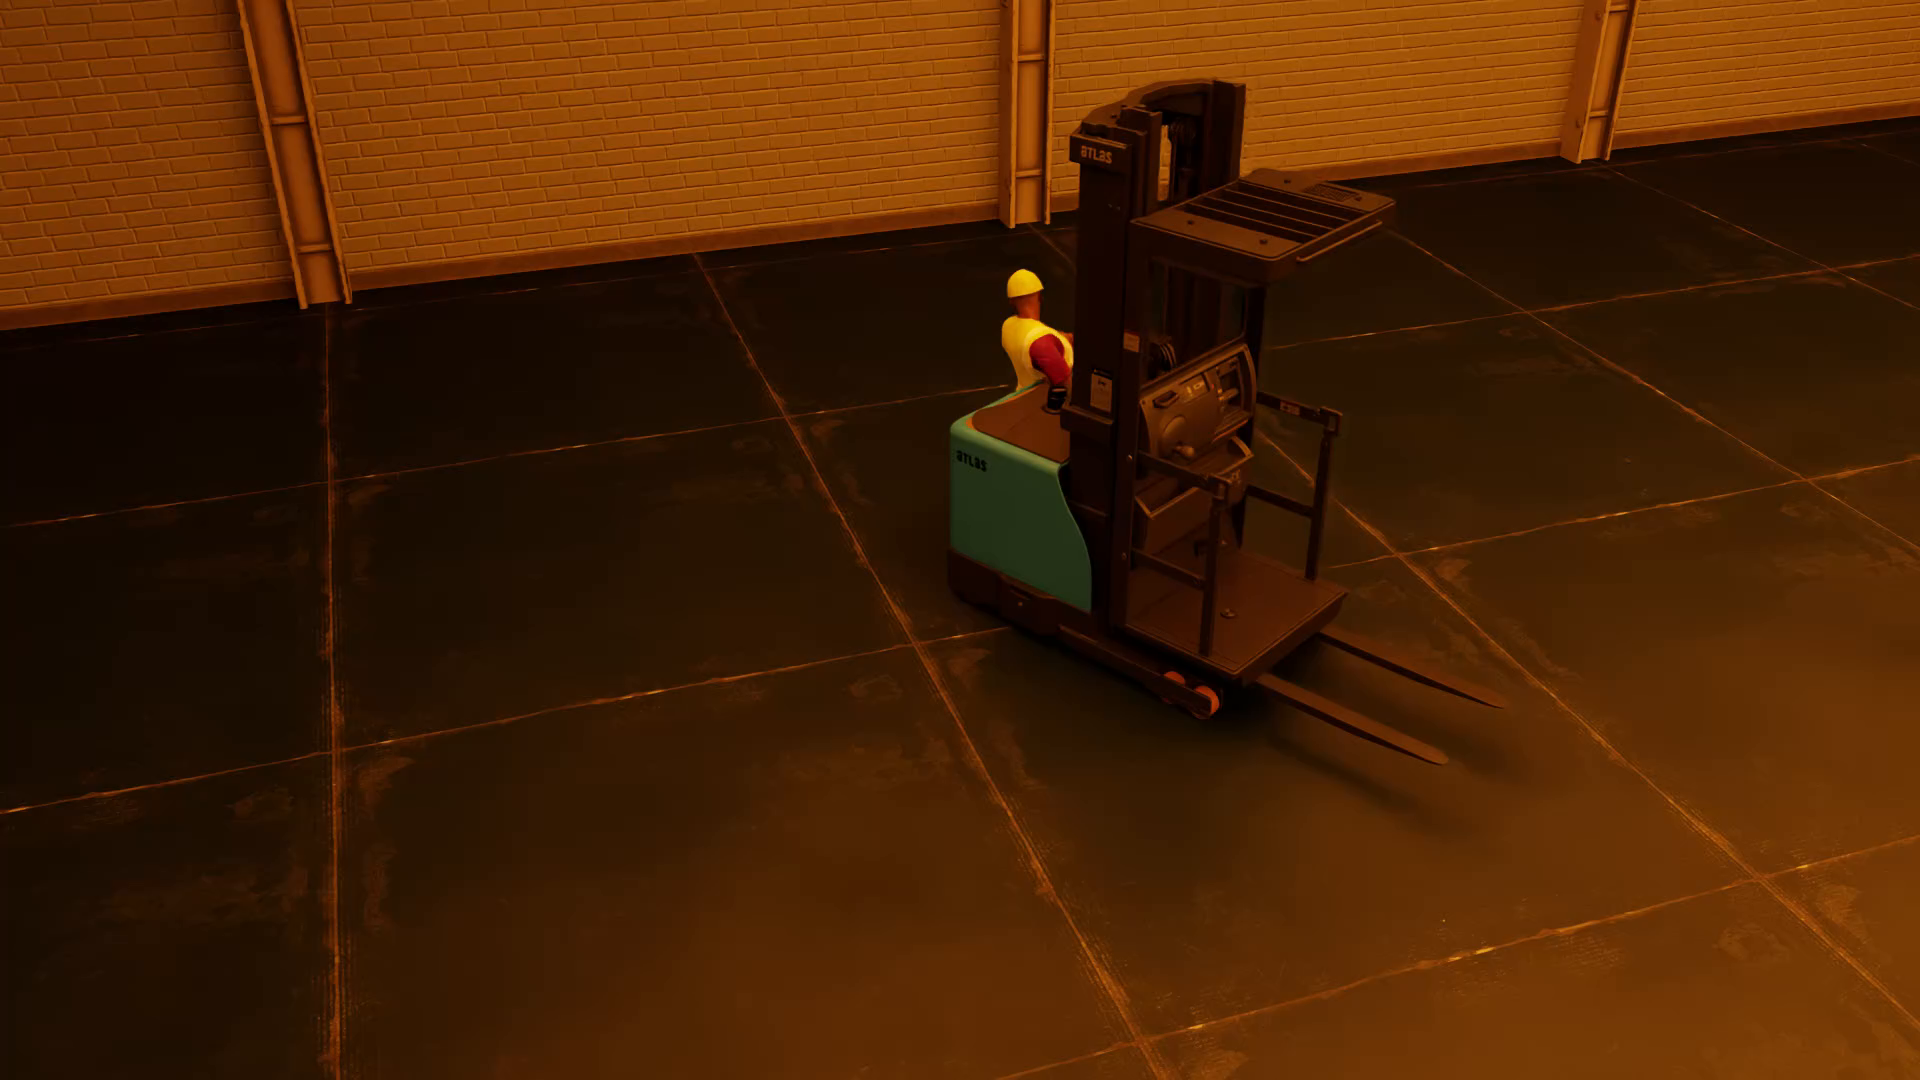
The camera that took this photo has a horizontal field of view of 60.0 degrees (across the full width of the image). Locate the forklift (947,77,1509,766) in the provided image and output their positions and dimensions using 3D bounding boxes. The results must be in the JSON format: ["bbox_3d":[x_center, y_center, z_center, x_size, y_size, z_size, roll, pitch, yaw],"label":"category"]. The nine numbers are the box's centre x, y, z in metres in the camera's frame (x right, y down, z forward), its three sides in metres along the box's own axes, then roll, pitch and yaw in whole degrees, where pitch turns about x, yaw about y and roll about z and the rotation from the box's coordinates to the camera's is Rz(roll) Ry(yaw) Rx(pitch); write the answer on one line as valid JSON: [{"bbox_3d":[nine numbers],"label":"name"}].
[{"bbox_3d":[1.358,-0.657,8.230,3.031,2.935,1.130,24,38,36],"label":"forklift"}]

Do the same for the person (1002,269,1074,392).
[{"bbox_3d":[0.602,-0.769,9.732,0.877,1.658,0.800,-21,36,-32],"label":"person"}]
